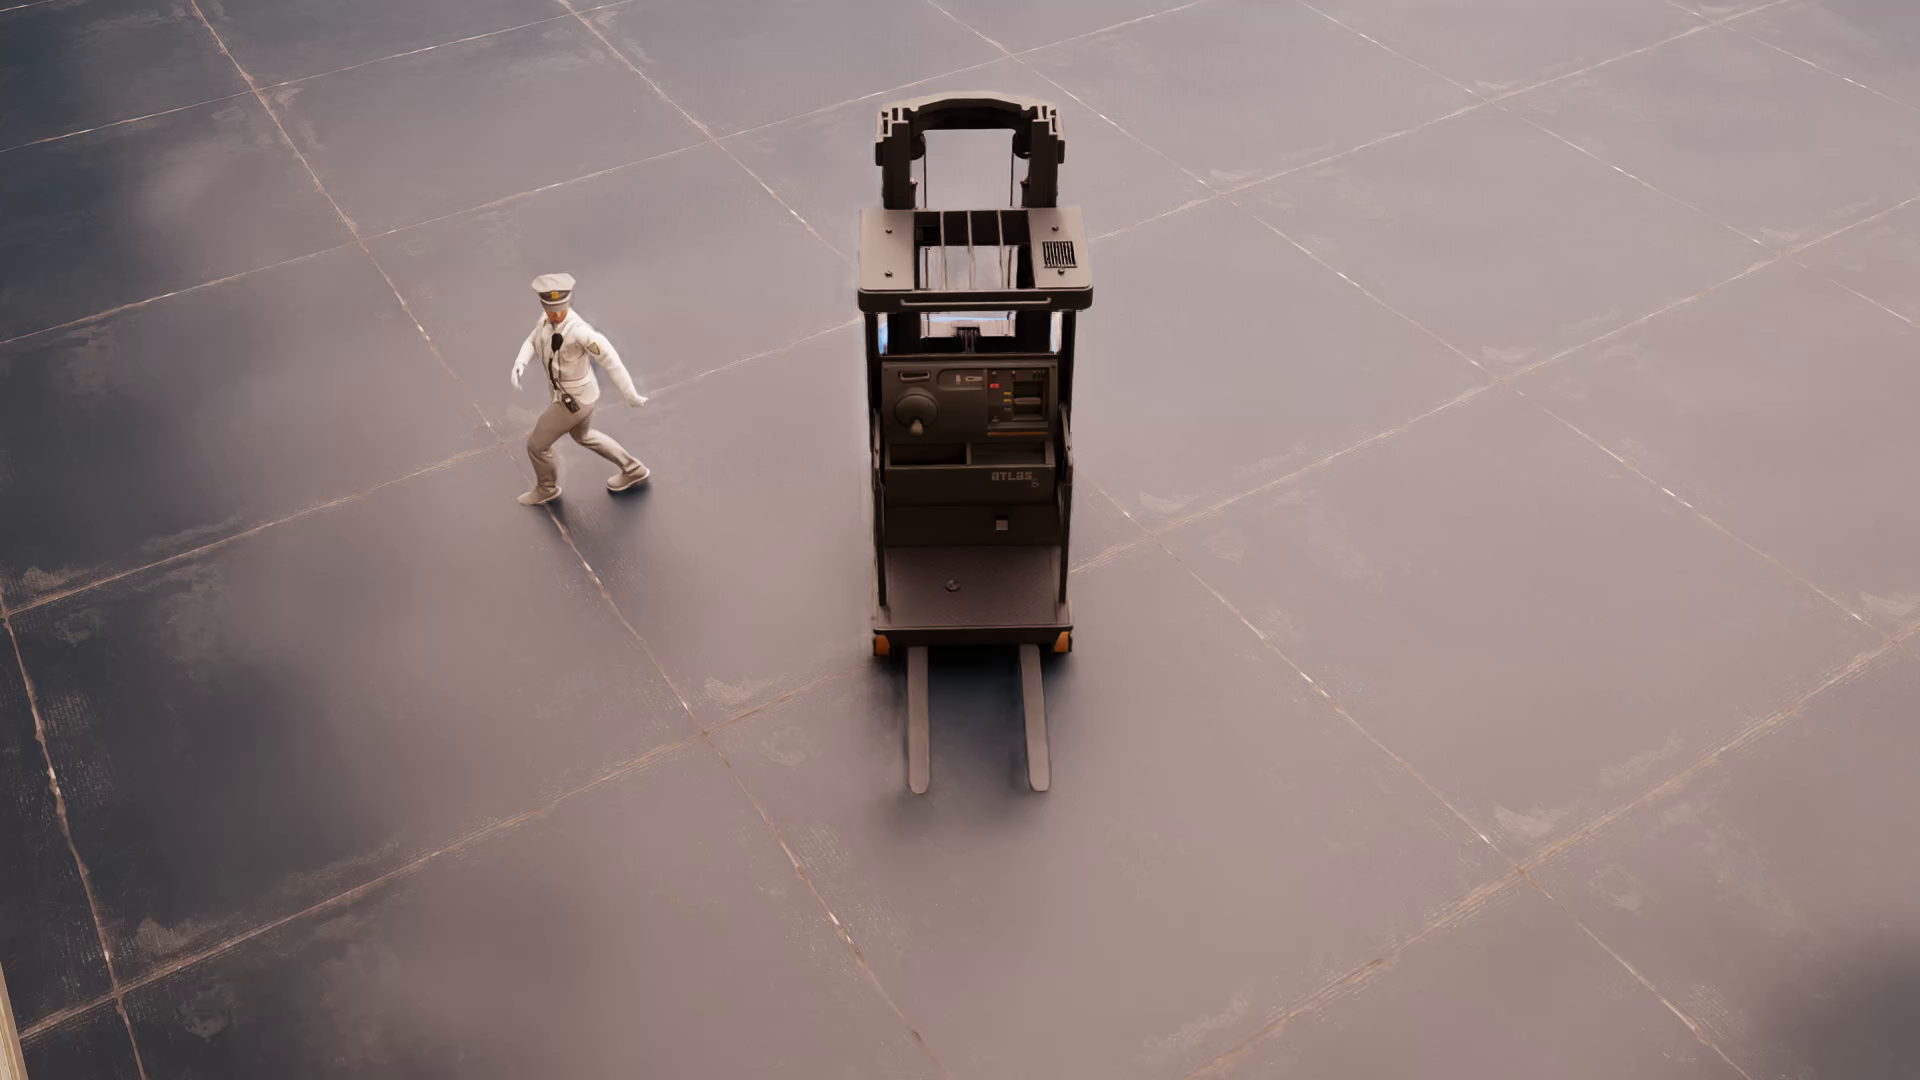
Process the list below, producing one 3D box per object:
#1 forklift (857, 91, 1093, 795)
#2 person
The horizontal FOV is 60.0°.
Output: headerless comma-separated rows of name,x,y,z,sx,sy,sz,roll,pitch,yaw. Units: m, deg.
forklift,0.060,-0.669,8.636,1.130,2.935,3.031,-1,41,-1
person,-2.329,-0.865,9.919,0.884,1.602,0.506,-10,42,-11
